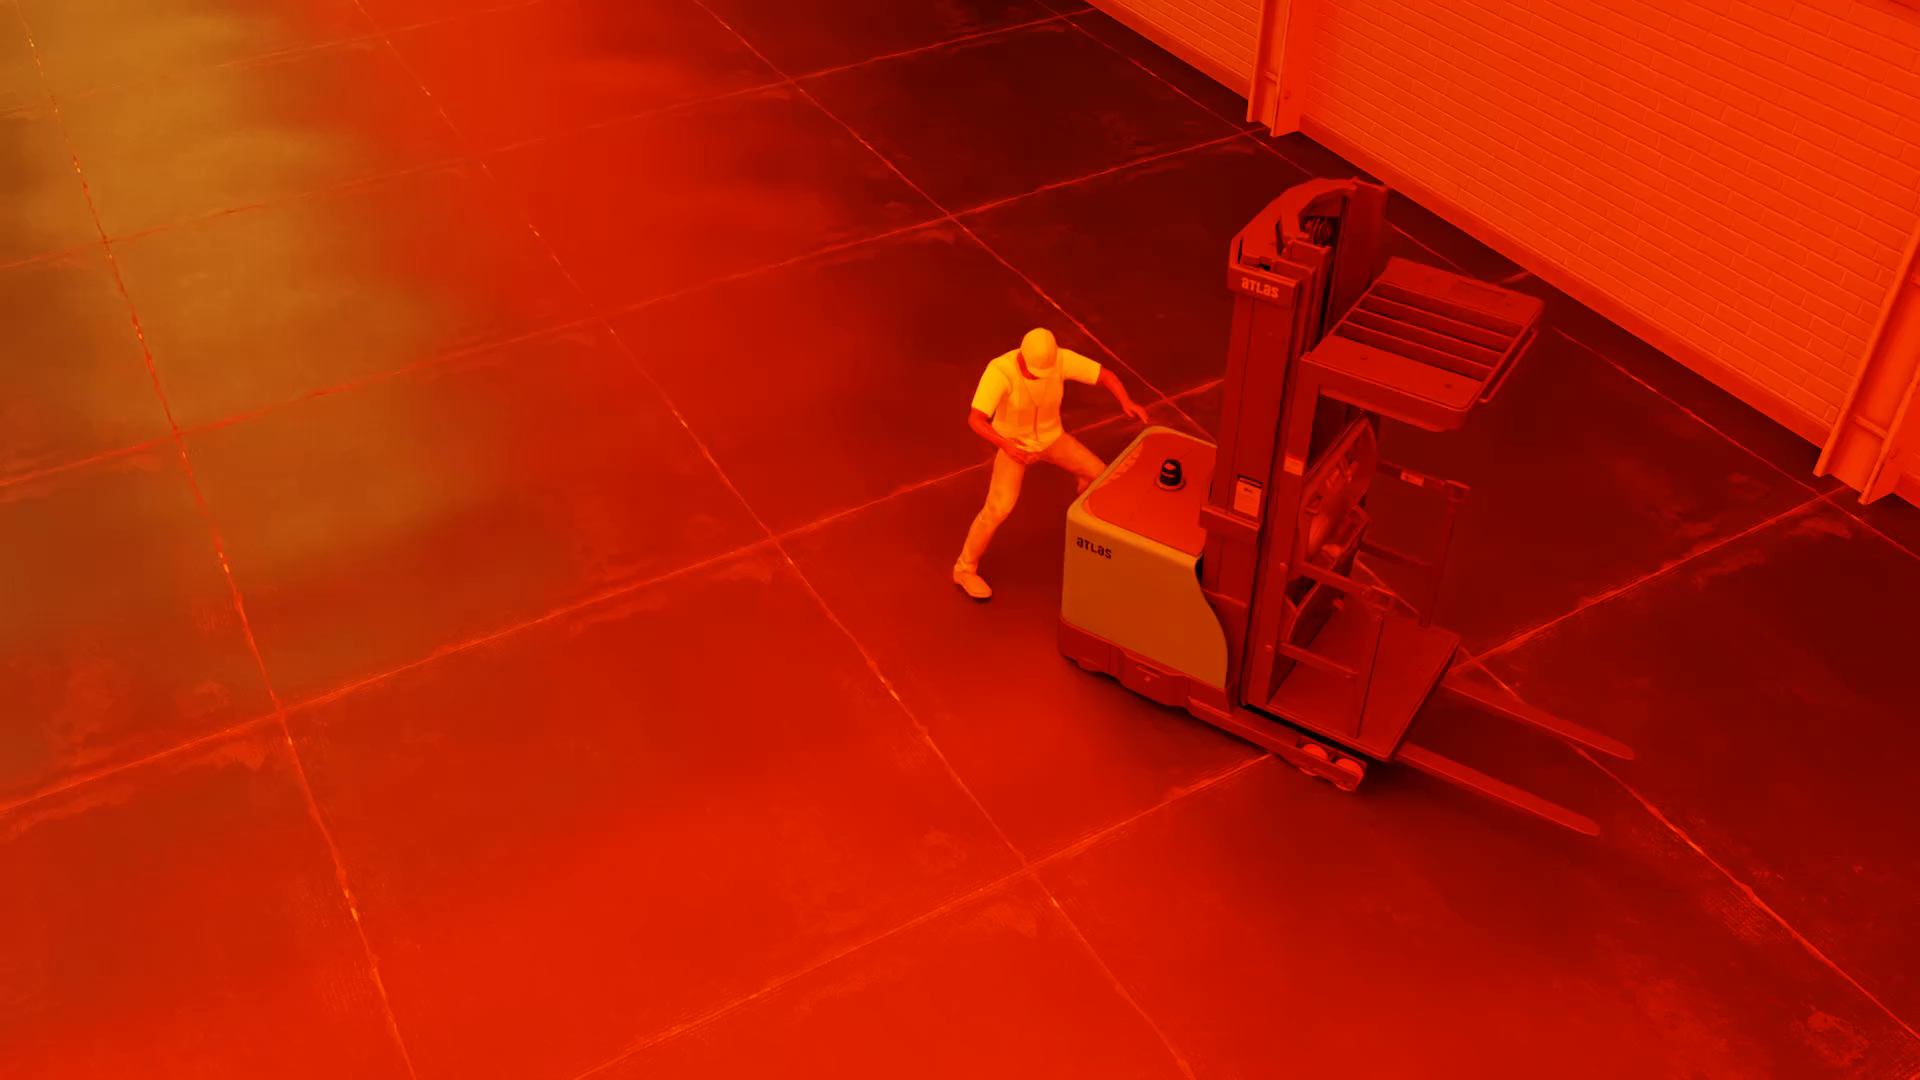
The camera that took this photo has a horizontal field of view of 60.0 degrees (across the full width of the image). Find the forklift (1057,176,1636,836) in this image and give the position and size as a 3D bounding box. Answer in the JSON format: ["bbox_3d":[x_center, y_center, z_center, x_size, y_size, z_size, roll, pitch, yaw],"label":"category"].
[{"bbox_3d":[2.068,-0.201,8.279,3.031,2.935,1.130,23,45,25],"label":"forklift"}]

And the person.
[{"bbox_3d":[0.526,-0.560,9.797,1.293,1.543,0.722,-13,41,-16],"label":"person"}]
